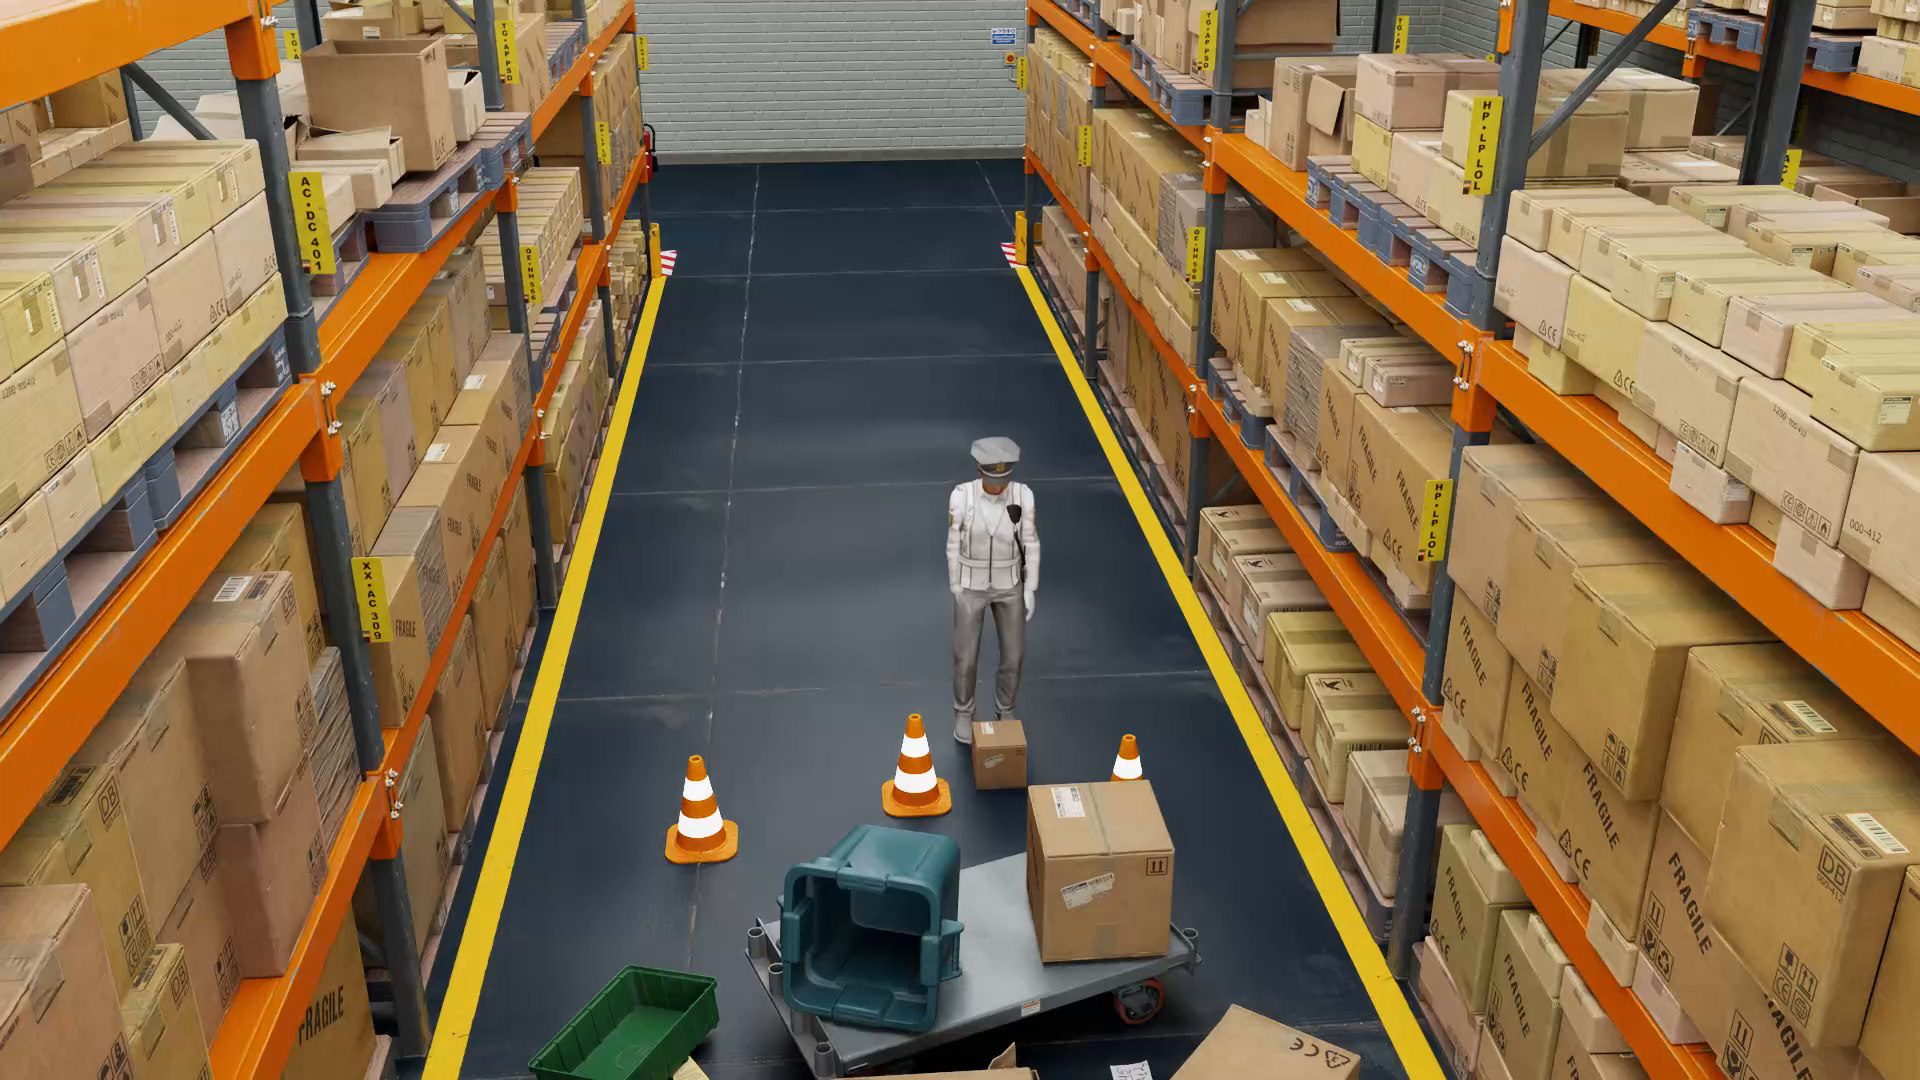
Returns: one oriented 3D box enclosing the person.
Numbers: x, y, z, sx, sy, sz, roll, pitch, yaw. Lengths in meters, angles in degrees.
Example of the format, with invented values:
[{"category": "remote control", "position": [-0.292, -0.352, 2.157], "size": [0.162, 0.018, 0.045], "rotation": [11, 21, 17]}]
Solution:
[{"category": "person", "position": [0.175, 0.289, 8.524], "size": [0.504, 1.616, 0.465], "rotation": [-2, 24, -4]}]
